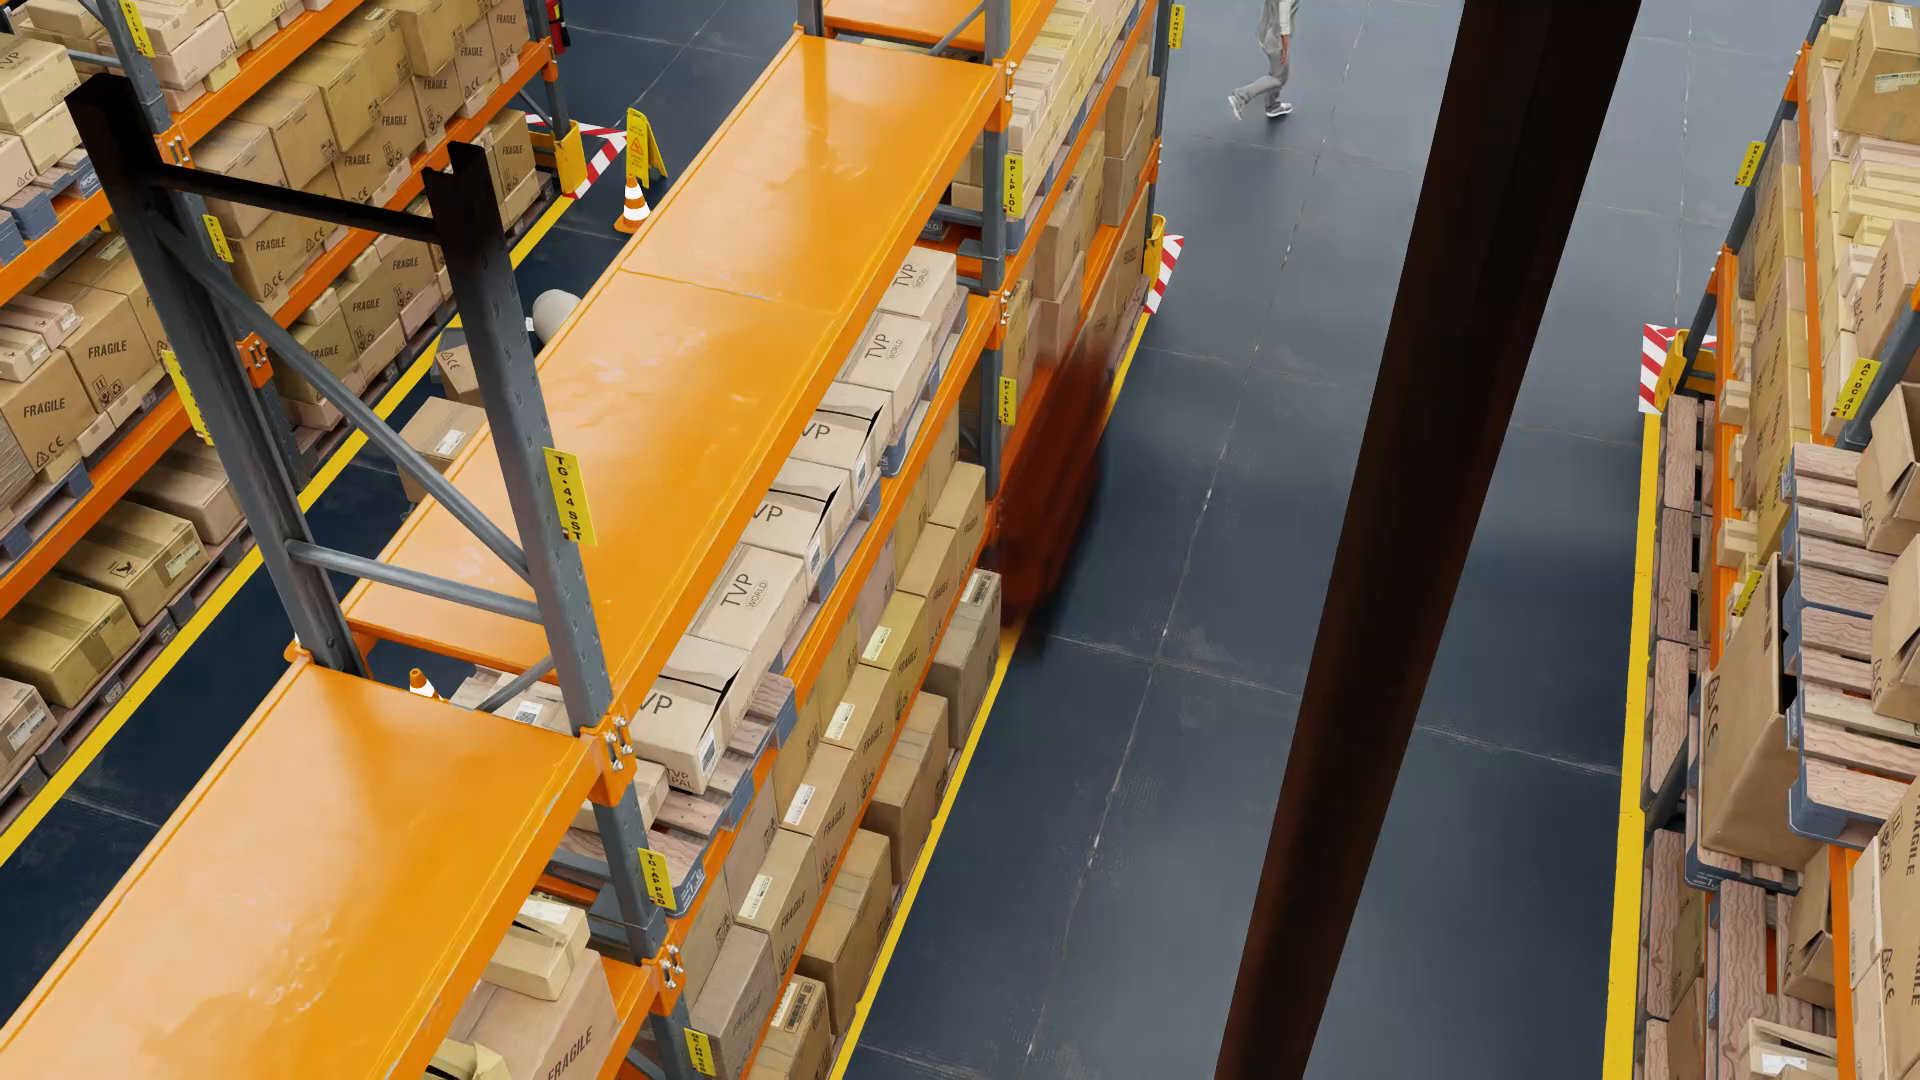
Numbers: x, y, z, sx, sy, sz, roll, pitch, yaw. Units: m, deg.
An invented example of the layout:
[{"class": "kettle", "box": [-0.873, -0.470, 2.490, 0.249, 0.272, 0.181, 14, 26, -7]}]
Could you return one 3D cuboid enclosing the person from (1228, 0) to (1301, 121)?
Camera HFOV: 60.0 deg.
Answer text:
[{"class": "person", "box": [2.665, -4.266, 14.183, 0.694, 1.584, 0.469, -11, 47, -10]}]
